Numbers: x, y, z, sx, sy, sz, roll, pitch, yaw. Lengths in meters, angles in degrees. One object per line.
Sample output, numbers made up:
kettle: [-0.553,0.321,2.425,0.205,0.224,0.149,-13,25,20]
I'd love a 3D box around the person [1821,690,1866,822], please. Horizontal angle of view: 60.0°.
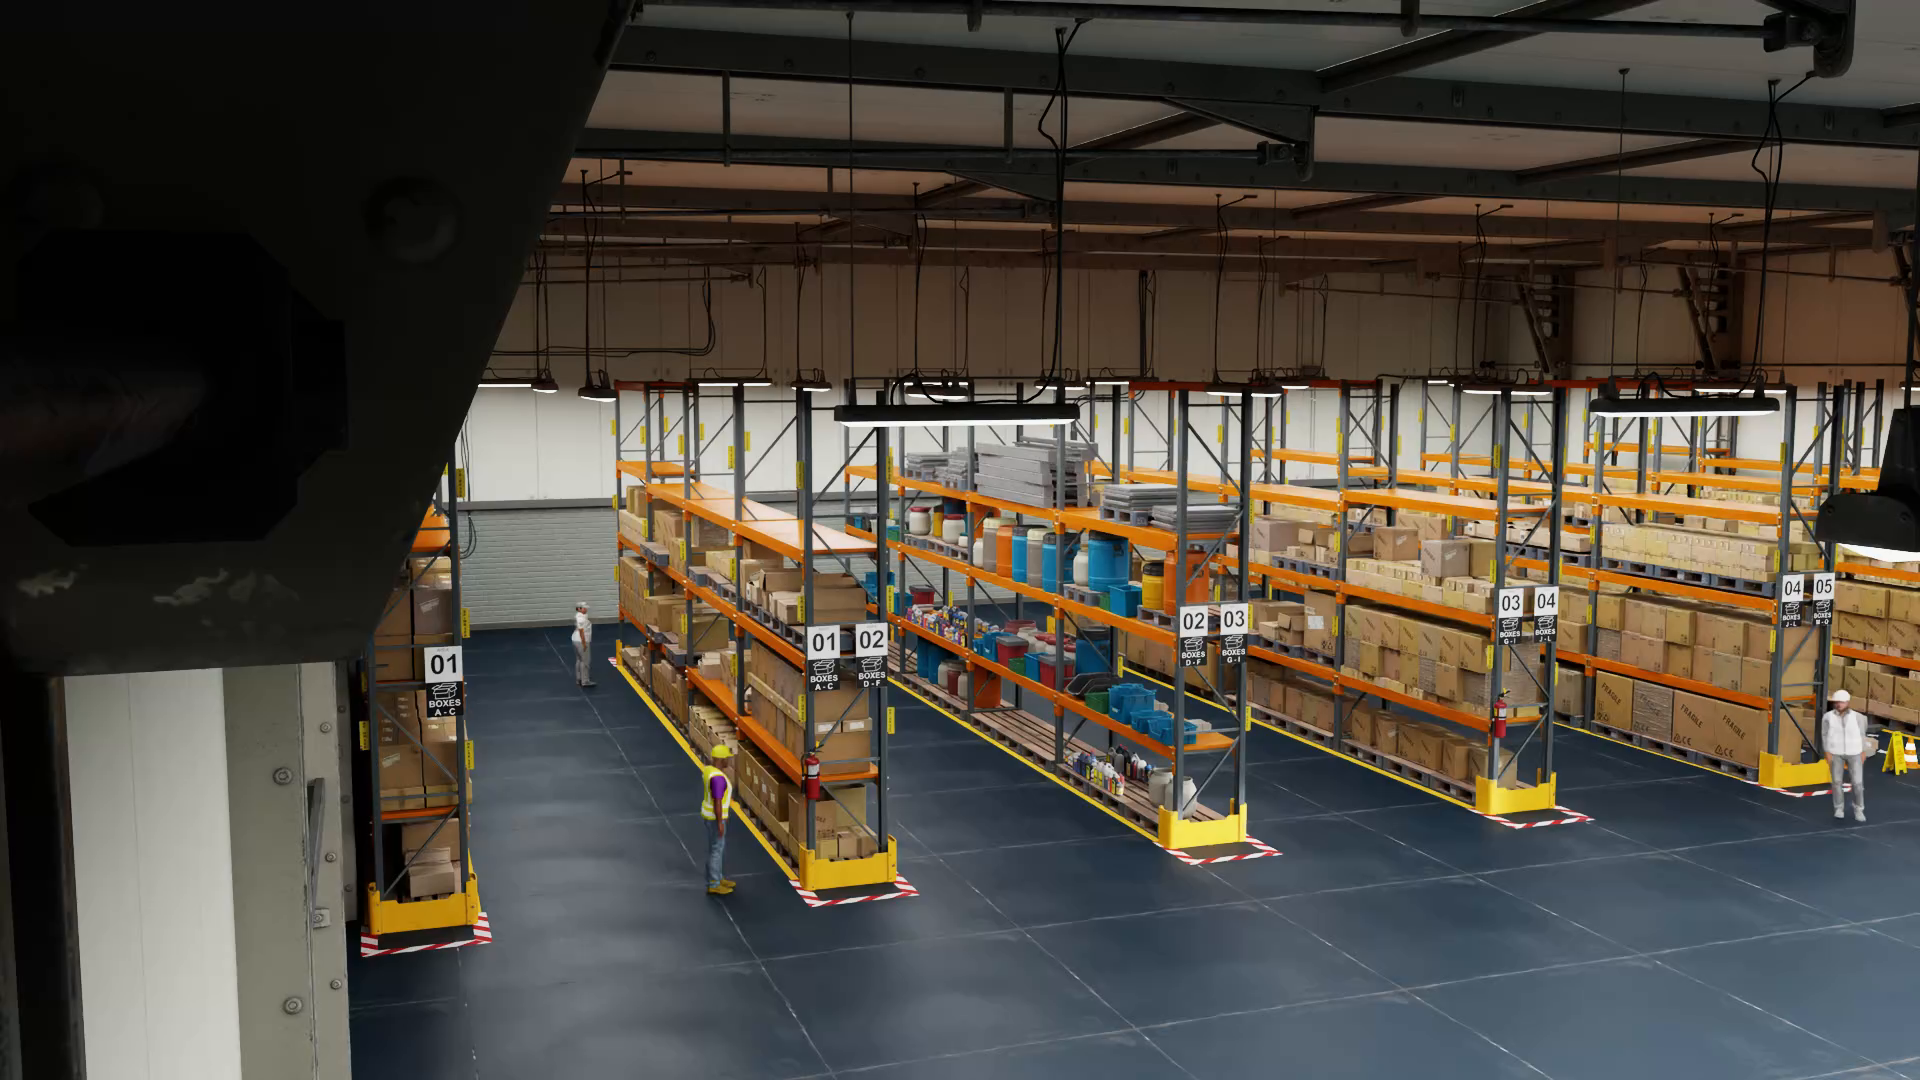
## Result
person: [12.366,3.003,23.256,0.607,1.811,0.379,3,7,23]

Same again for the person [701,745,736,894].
person: [-2.907,3.338,19.998,0.404,1.782,0.601,-2,6,-16]

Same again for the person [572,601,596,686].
person: [-7.421,2.031,32.770,0.416,1.662,0.542,-3,7,-24]
